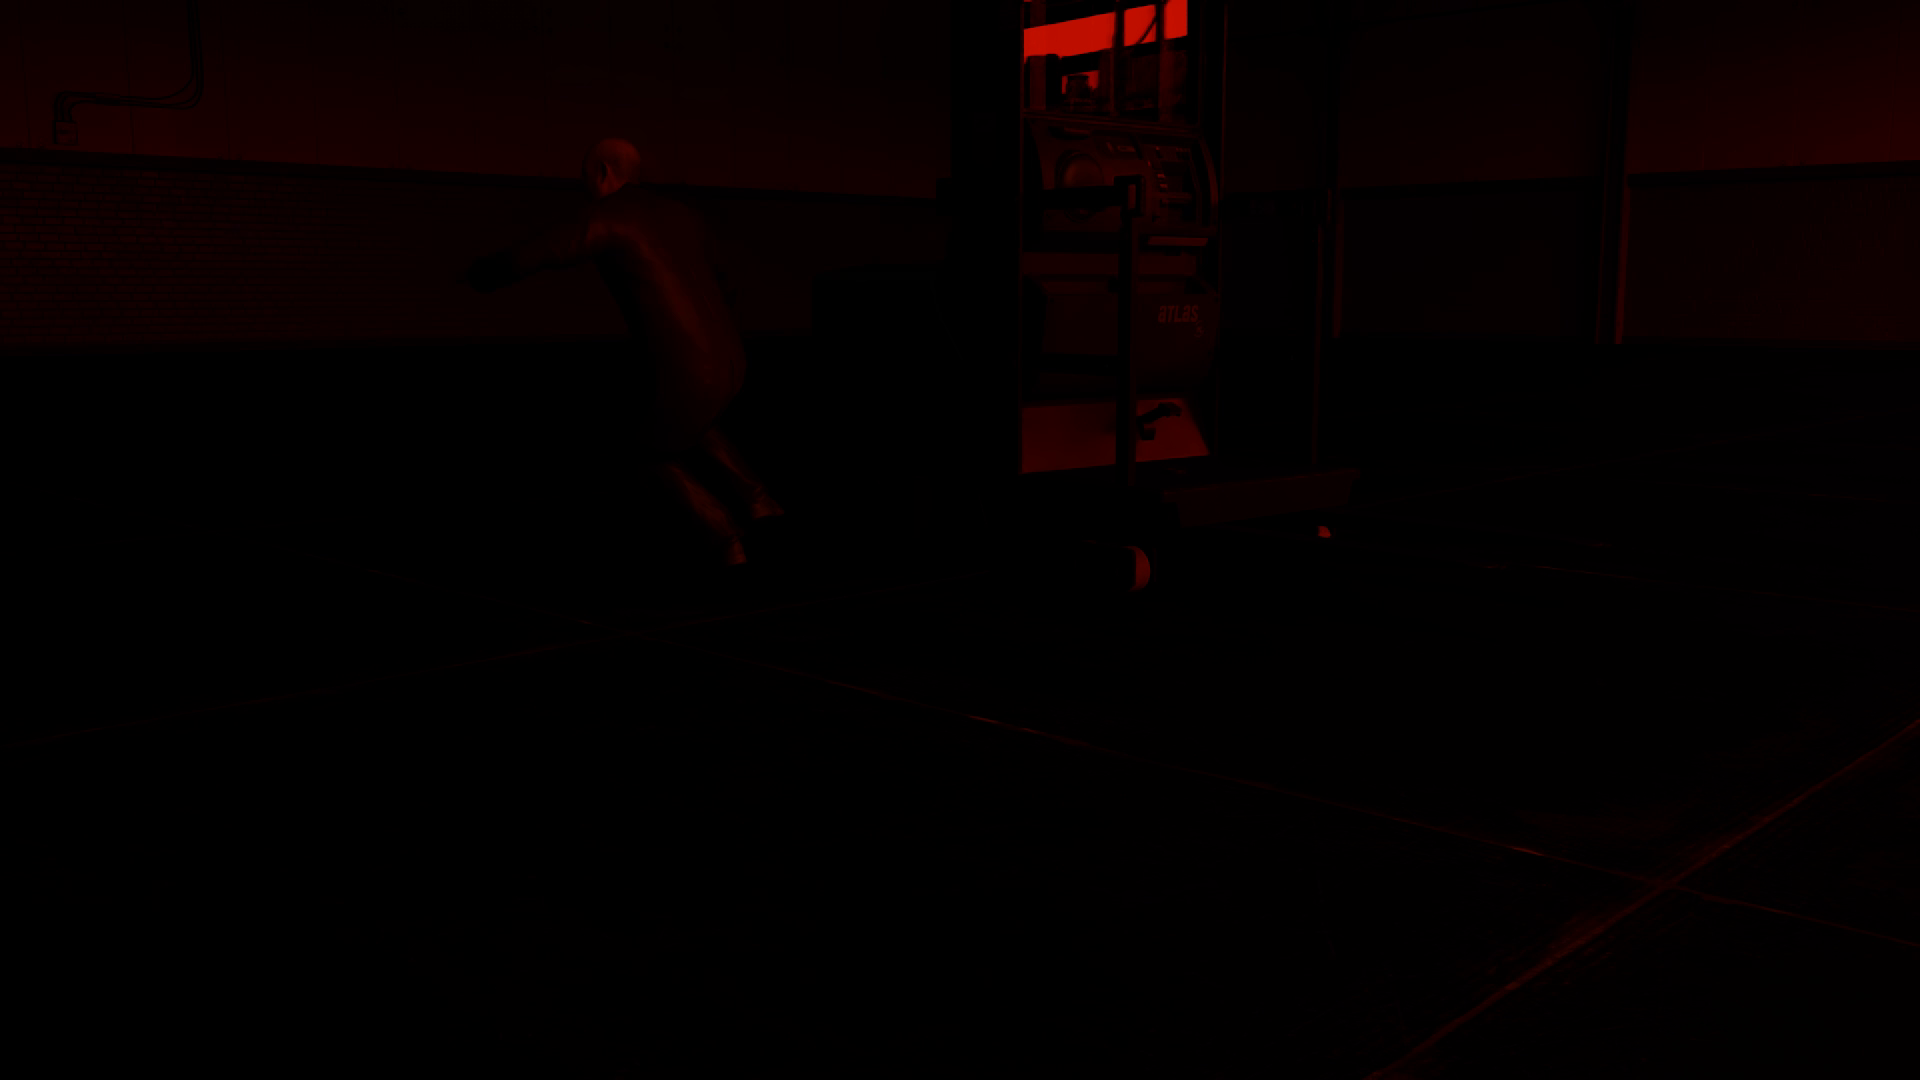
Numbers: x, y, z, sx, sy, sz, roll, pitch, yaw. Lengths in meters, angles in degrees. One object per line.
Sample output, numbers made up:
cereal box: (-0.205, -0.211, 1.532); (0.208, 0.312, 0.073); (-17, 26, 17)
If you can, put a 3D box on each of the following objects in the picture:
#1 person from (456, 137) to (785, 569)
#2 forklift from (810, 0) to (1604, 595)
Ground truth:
person: (-1.130, -0.649, 5.972); (0.949, 1.531, 1.245); (4, 10, 27)
forklift: (0.740, -1.353, 5.858); (1.130, 2.935, 3.031); (-8, 11, -41)
